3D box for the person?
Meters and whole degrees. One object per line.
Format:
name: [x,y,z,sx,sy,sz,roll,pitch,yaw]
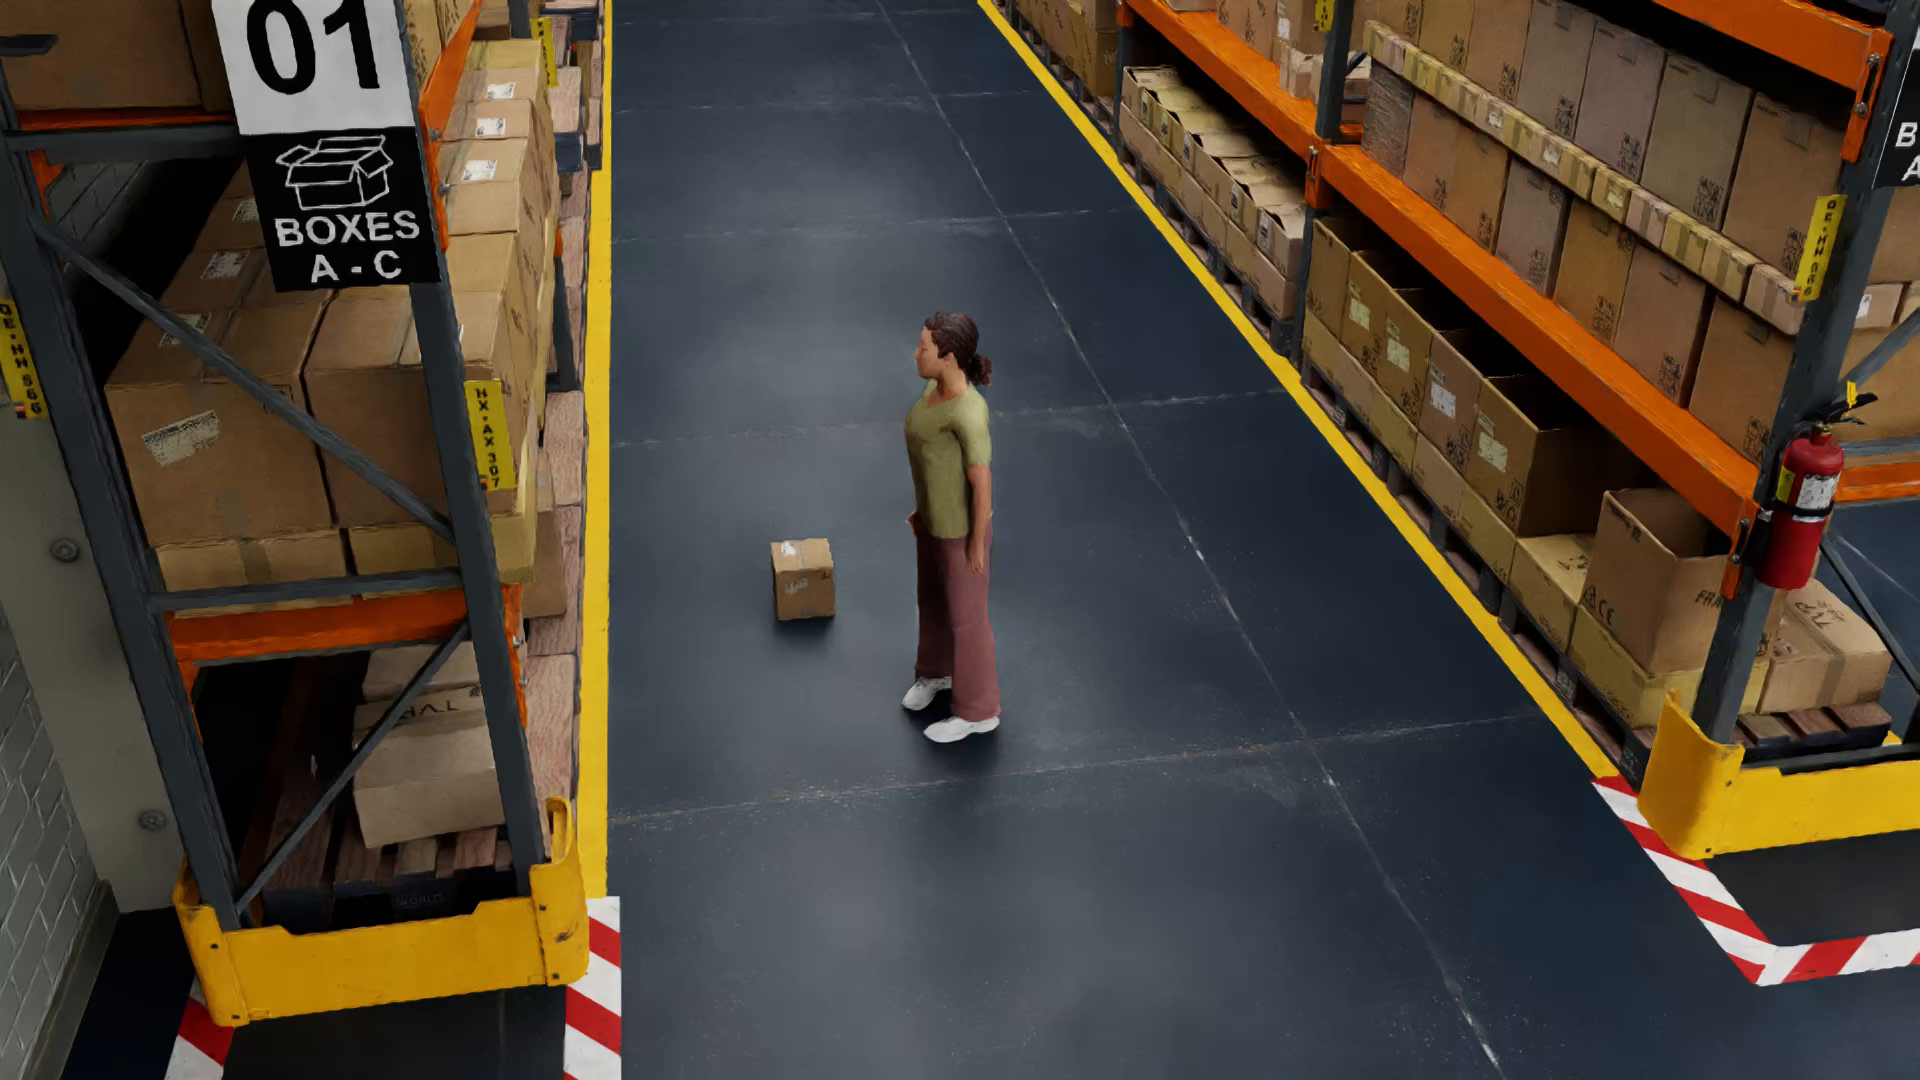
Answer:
person: [-0.046,-0.055,6.205,0.367,1.668,0.477,-9,32,-15]
